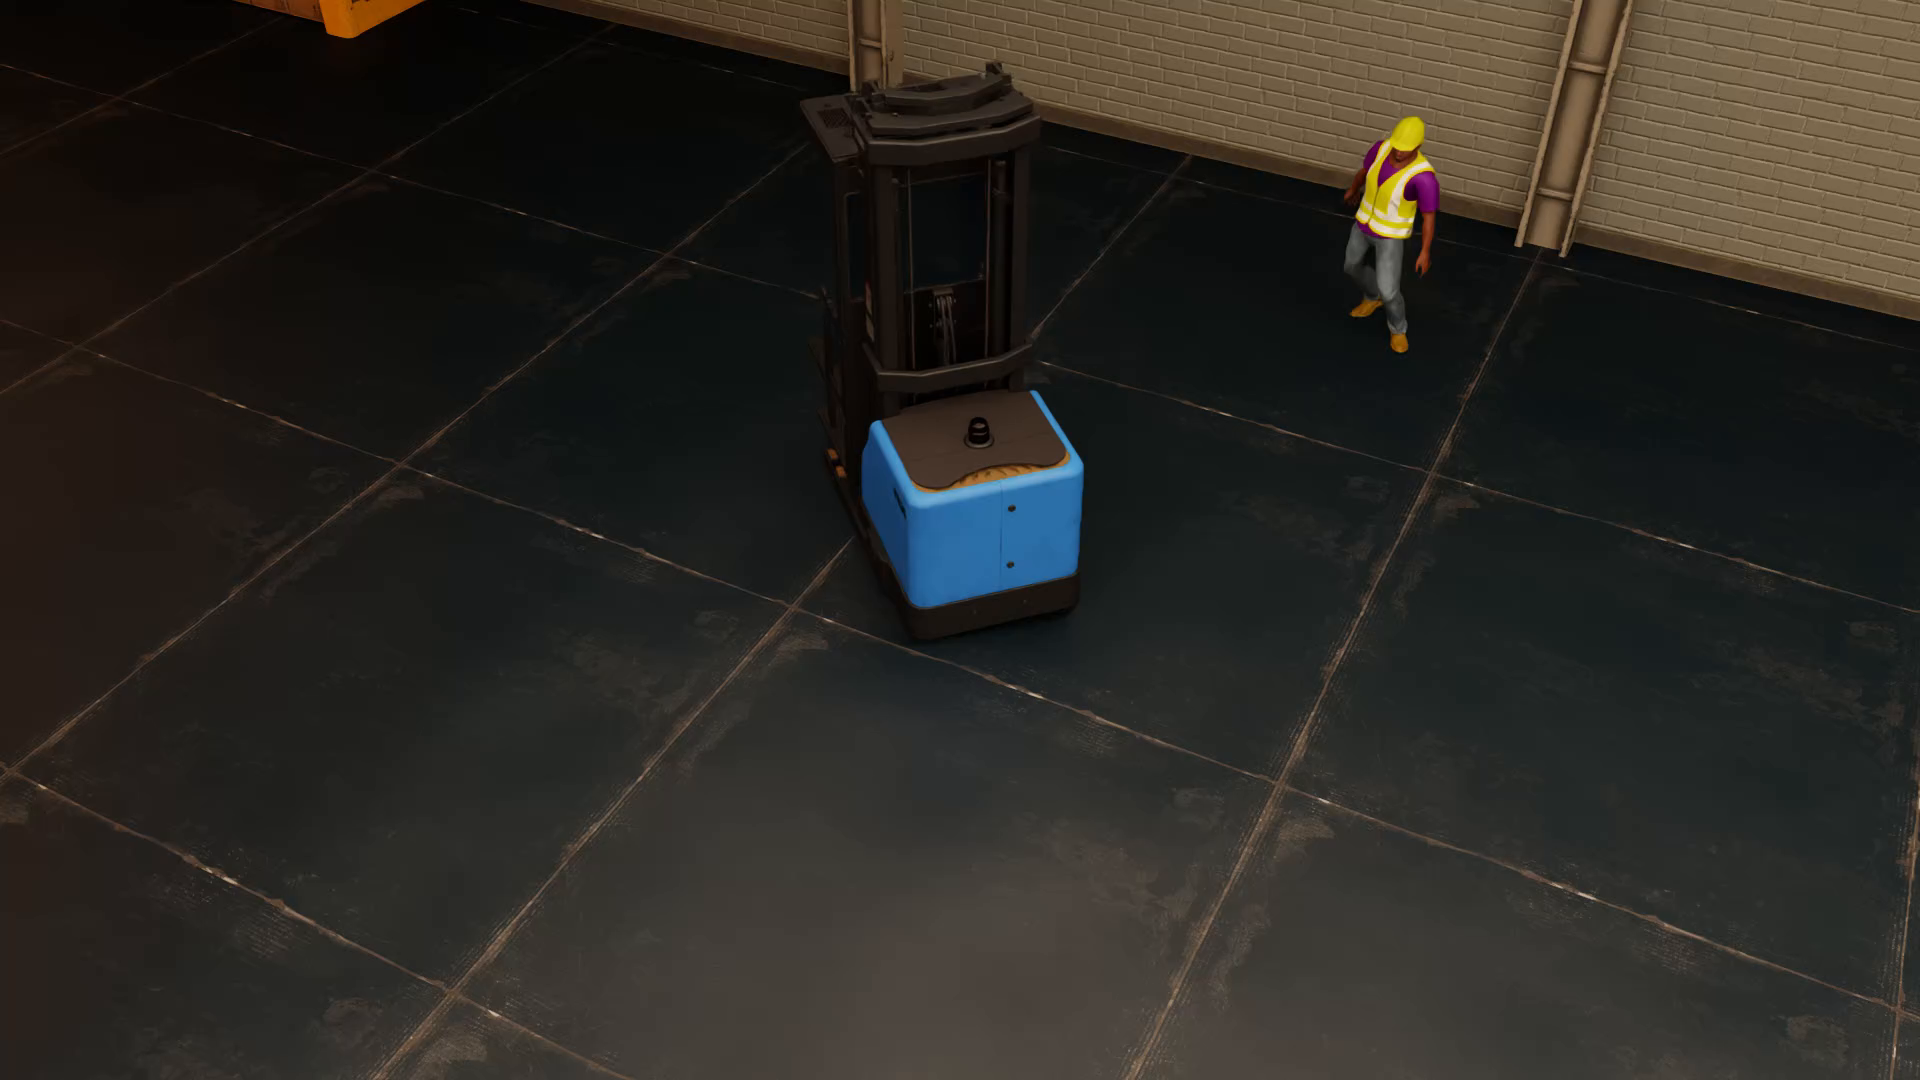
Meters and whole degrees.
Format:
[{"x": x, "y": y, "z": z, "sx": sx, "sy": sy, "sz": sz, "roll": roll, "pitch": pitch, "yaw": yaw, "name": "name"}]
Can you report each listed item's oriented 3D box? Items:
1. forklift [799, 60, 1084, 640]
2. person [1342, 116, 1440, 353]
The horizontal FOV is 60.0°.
[{"x": -0.254, "y": -1.509, "z": 9.778, "sx": 1.130, "sy": 2.935, "sz": 3.031, "roll": -12, "pitch": 42, "yaw": -14, "name": "forklift"}, {"x": 2.982, "y": -2.231, "z": 11.618, "sx": 0.503, "sy": 1.708, "sz": 0.911, "roll": -20, "pitch": 44, "yaw": -22, "name": "person"}]
